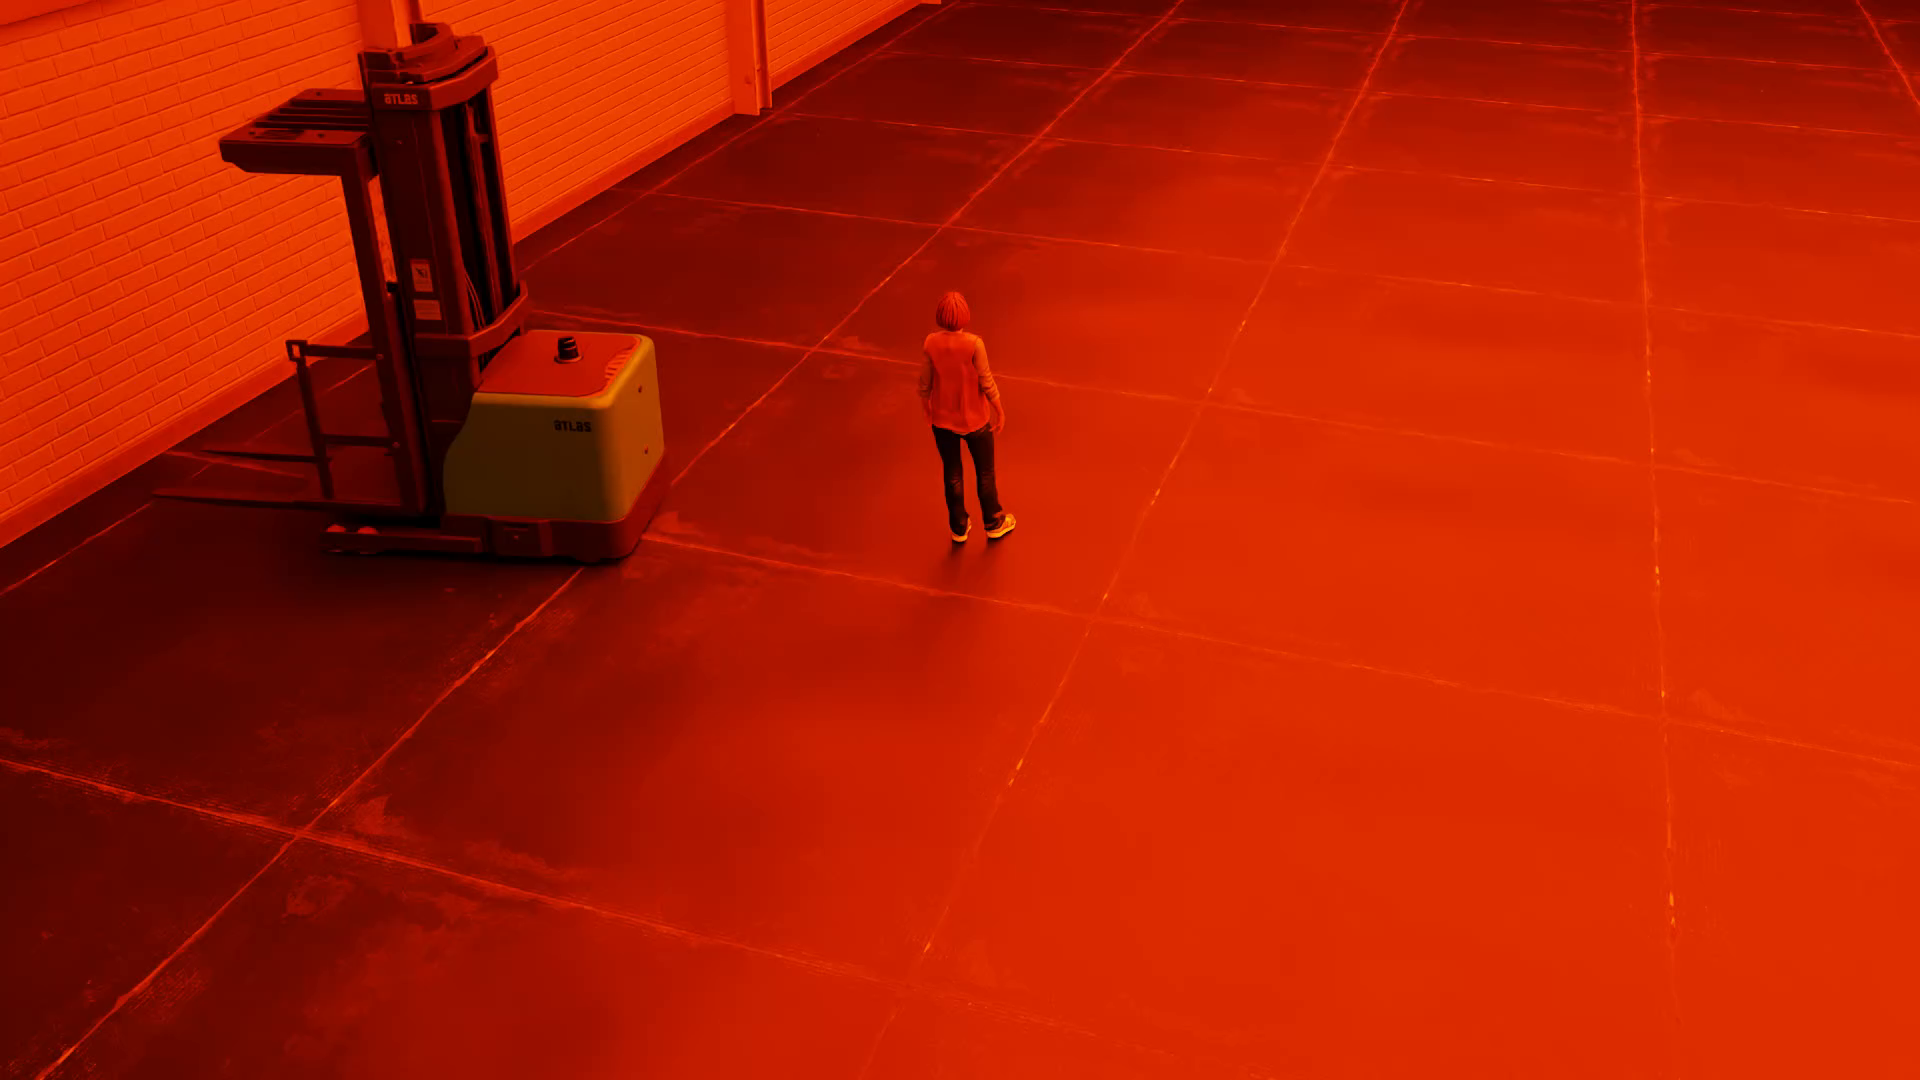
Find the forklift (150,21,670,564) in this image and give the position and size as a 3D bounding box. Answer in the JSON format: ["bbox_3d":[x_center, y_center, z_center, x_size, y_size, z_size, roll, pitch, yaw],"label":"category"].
[{"bbox_3d":[-3.398,-1.439,9.661,3.031,2.935,1.130,3,30,6],"label":"forklift"}]

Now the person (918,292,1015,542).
[{"bbox_3d":[0.038,-0.734,9.757,0.521,1.599,0.469,10,31,16],"label":"person"}]
